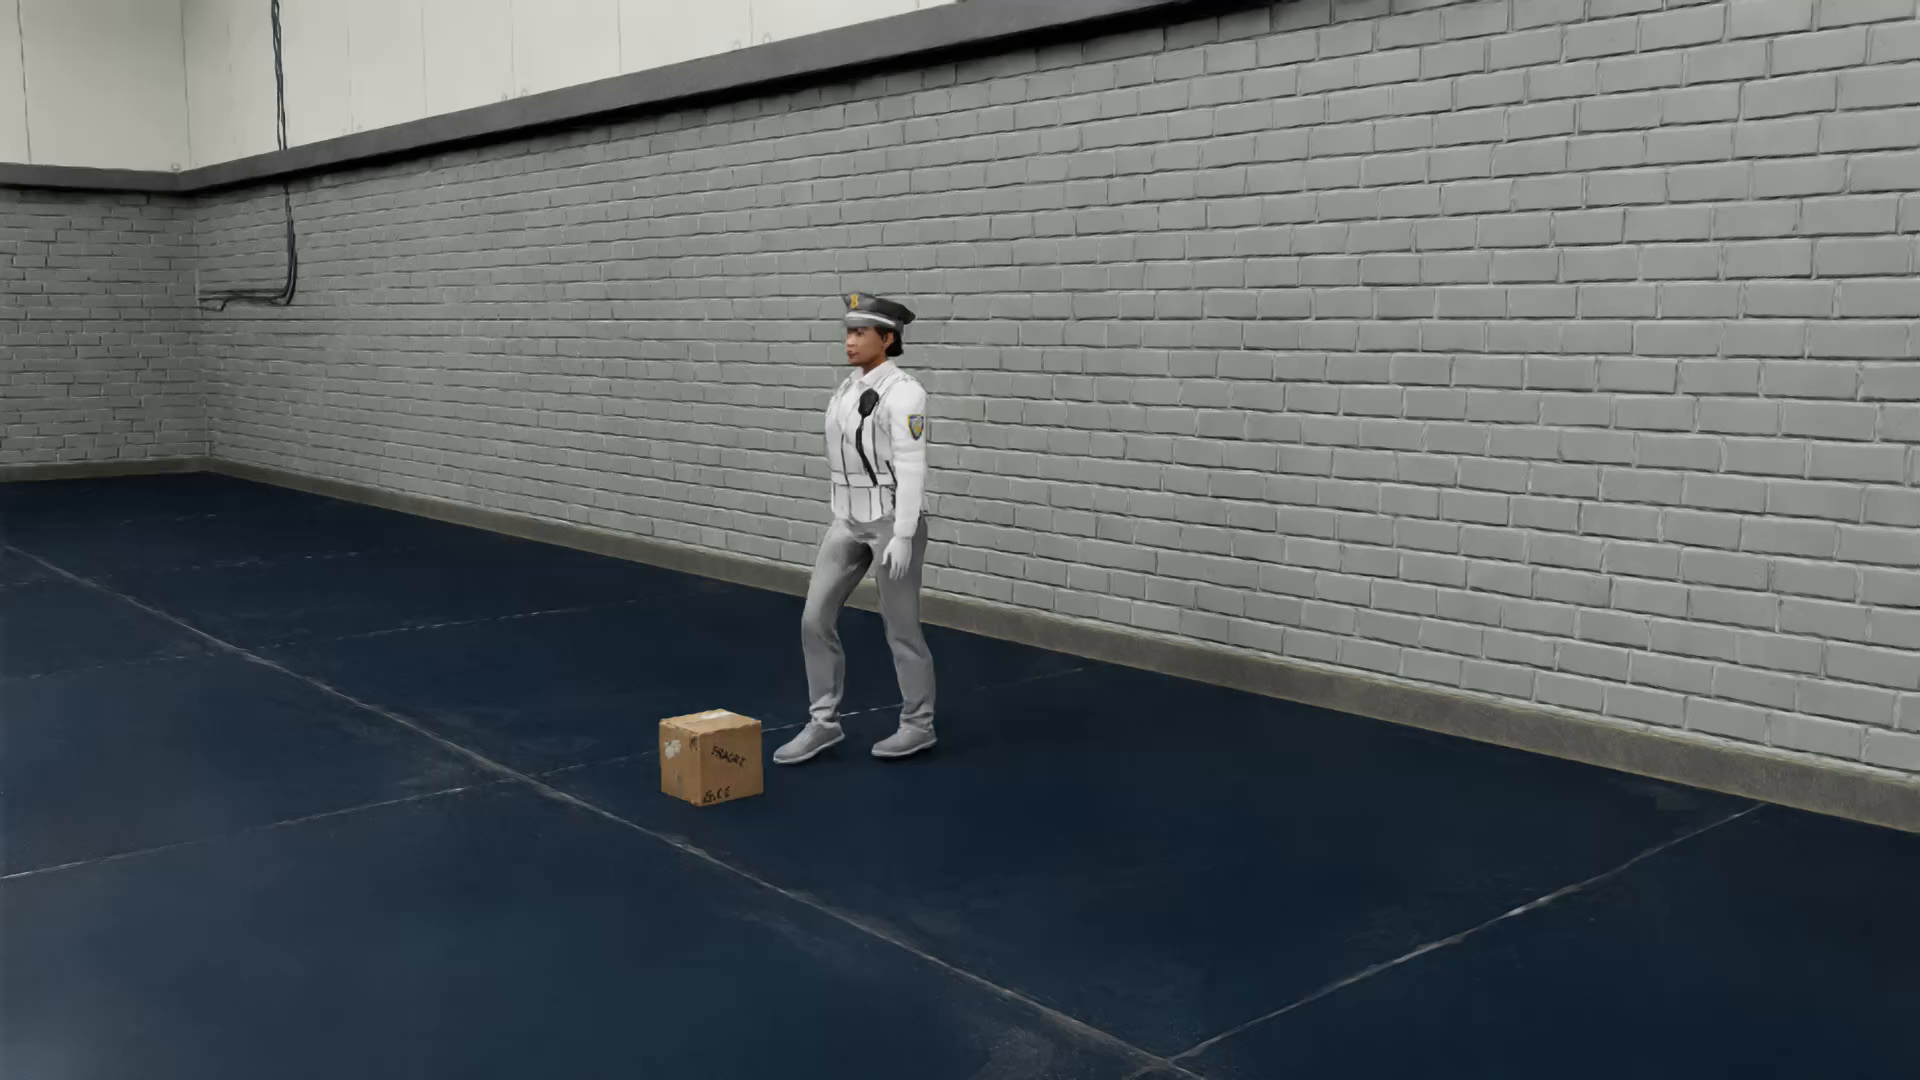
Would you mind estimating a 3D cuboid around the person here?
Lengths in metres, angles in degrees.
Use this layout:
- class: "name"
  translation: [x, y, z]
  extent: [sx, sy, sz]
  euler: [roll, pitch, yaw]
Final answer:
- class: "person"
  translation: [-0.328, -0.038, 5.912]
  extent: [0.575, 1.682, 0.478]
  euler: [-7, 10, -42]
